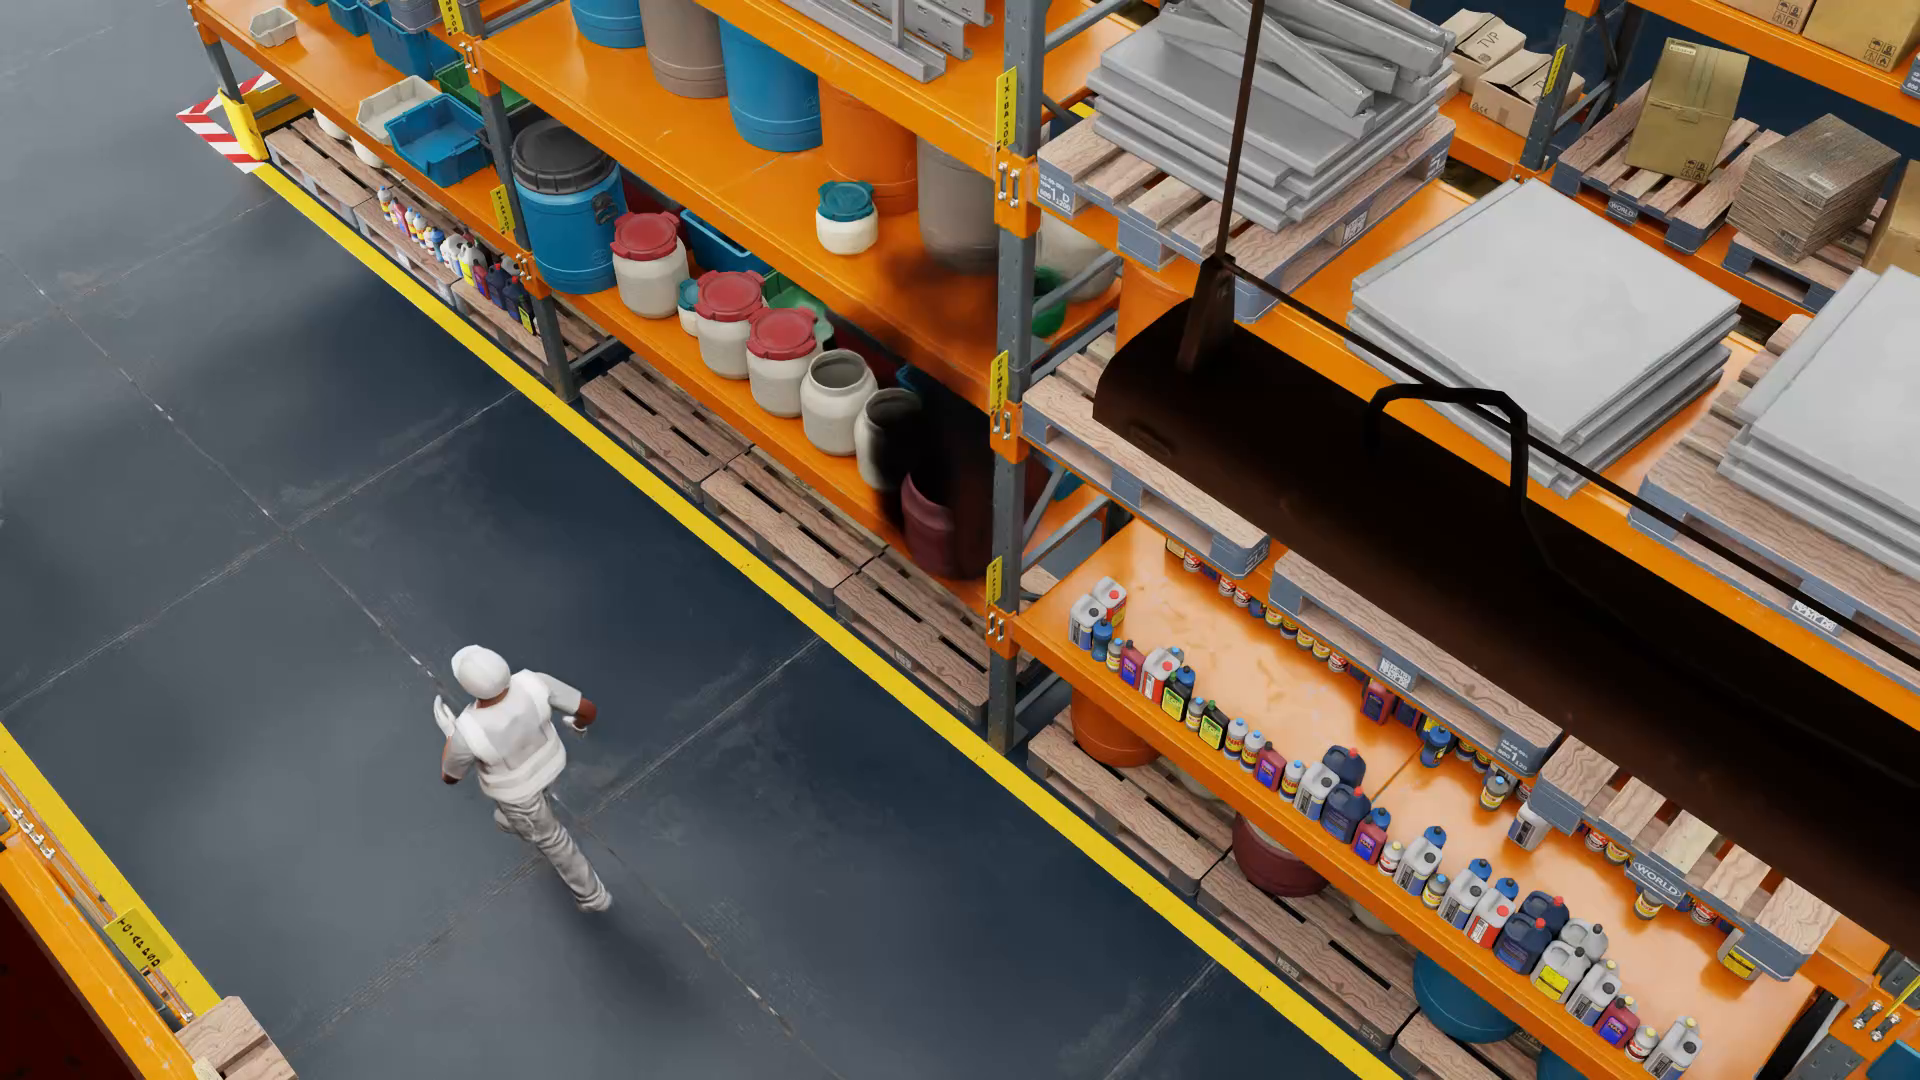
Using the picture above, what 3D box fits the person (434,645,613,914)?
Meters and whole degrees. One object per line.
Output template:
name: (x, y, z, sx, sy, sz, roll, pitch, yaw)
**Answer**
person: (-2.082, 1.110, 7.904, 0.928, 1.832, 0.683, 30, 56, 23)
